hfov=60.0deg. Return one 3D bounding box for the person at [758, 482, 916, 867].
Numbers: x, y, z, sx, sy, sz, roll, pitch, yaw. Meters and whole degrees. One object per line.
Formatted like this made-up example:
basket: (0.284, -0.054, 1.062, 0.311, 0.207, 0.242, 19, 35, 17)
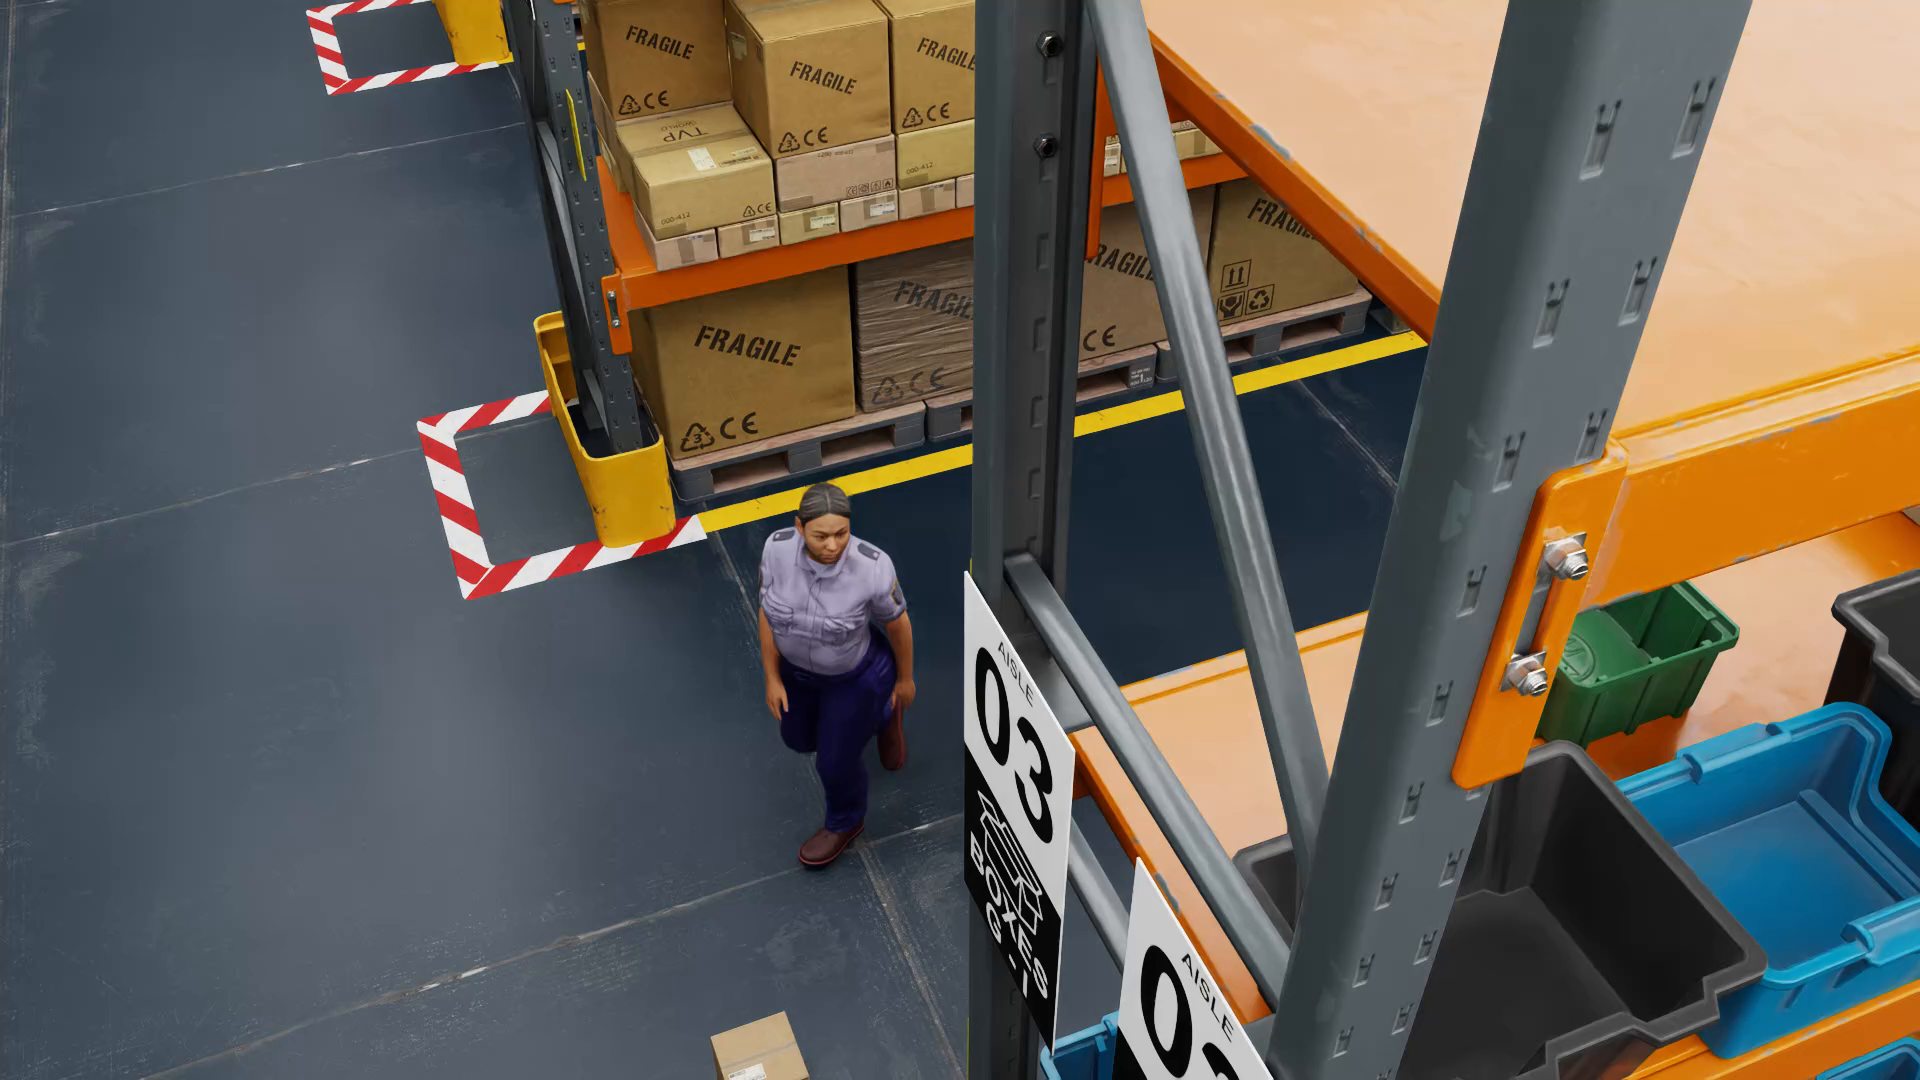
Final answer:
person: (-0.383, 0.400, 5.720, 0.487, 1.615, 0.677, 22, 46, 22)
